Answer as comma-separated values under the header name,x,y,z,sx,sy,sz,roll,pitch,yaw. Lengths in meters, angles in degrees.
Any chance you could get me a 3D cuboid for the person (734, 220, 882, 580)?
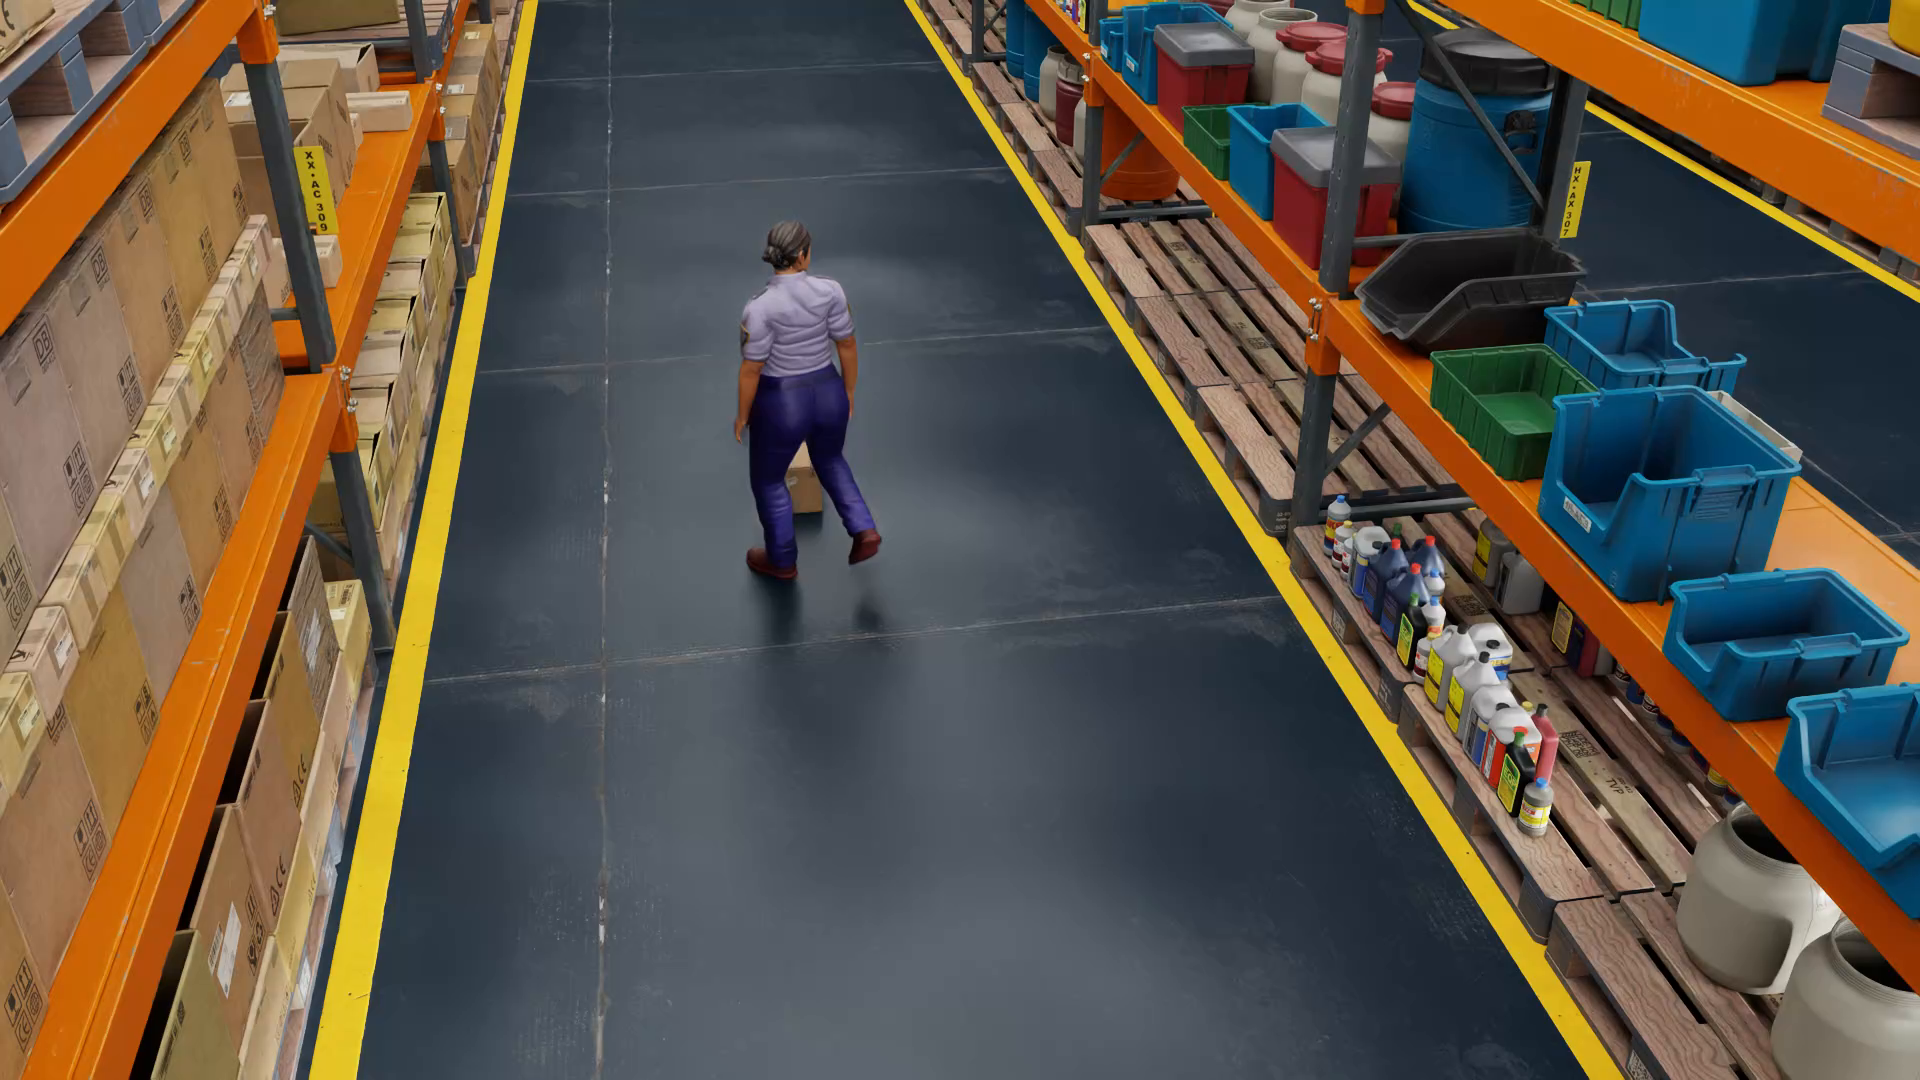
name,x,y,z,sx,sy,sz,roll,pitch,yaw
person,-0.672,-0.551,7.032,0.524,1.634,0.569,-20,36,-30
